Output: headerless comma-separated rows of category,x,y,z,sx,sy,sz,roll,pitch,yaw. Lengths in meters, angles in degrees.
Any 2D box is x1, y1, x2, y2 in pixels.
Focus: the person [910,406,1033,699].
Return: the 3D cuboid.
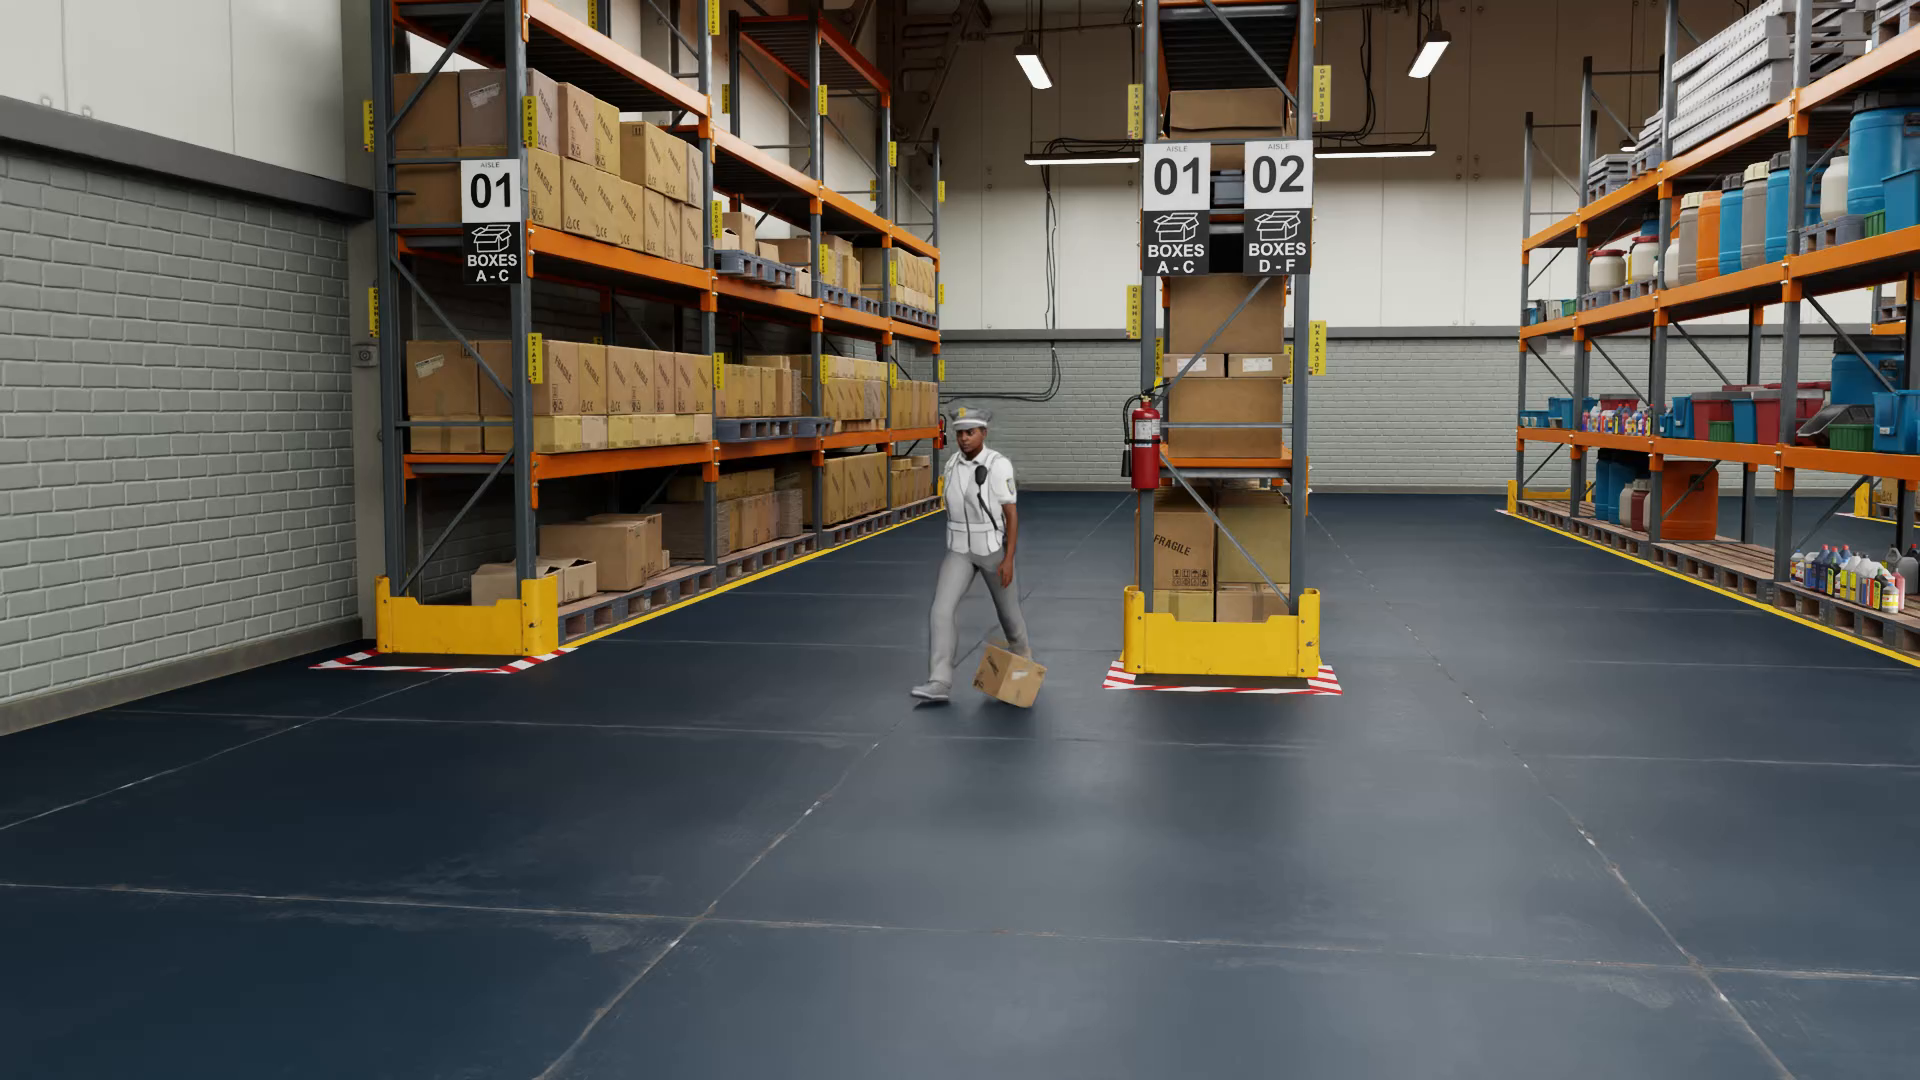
person,0.118,0.066,9.248,0.488,1.614,0.943,2,5,26
